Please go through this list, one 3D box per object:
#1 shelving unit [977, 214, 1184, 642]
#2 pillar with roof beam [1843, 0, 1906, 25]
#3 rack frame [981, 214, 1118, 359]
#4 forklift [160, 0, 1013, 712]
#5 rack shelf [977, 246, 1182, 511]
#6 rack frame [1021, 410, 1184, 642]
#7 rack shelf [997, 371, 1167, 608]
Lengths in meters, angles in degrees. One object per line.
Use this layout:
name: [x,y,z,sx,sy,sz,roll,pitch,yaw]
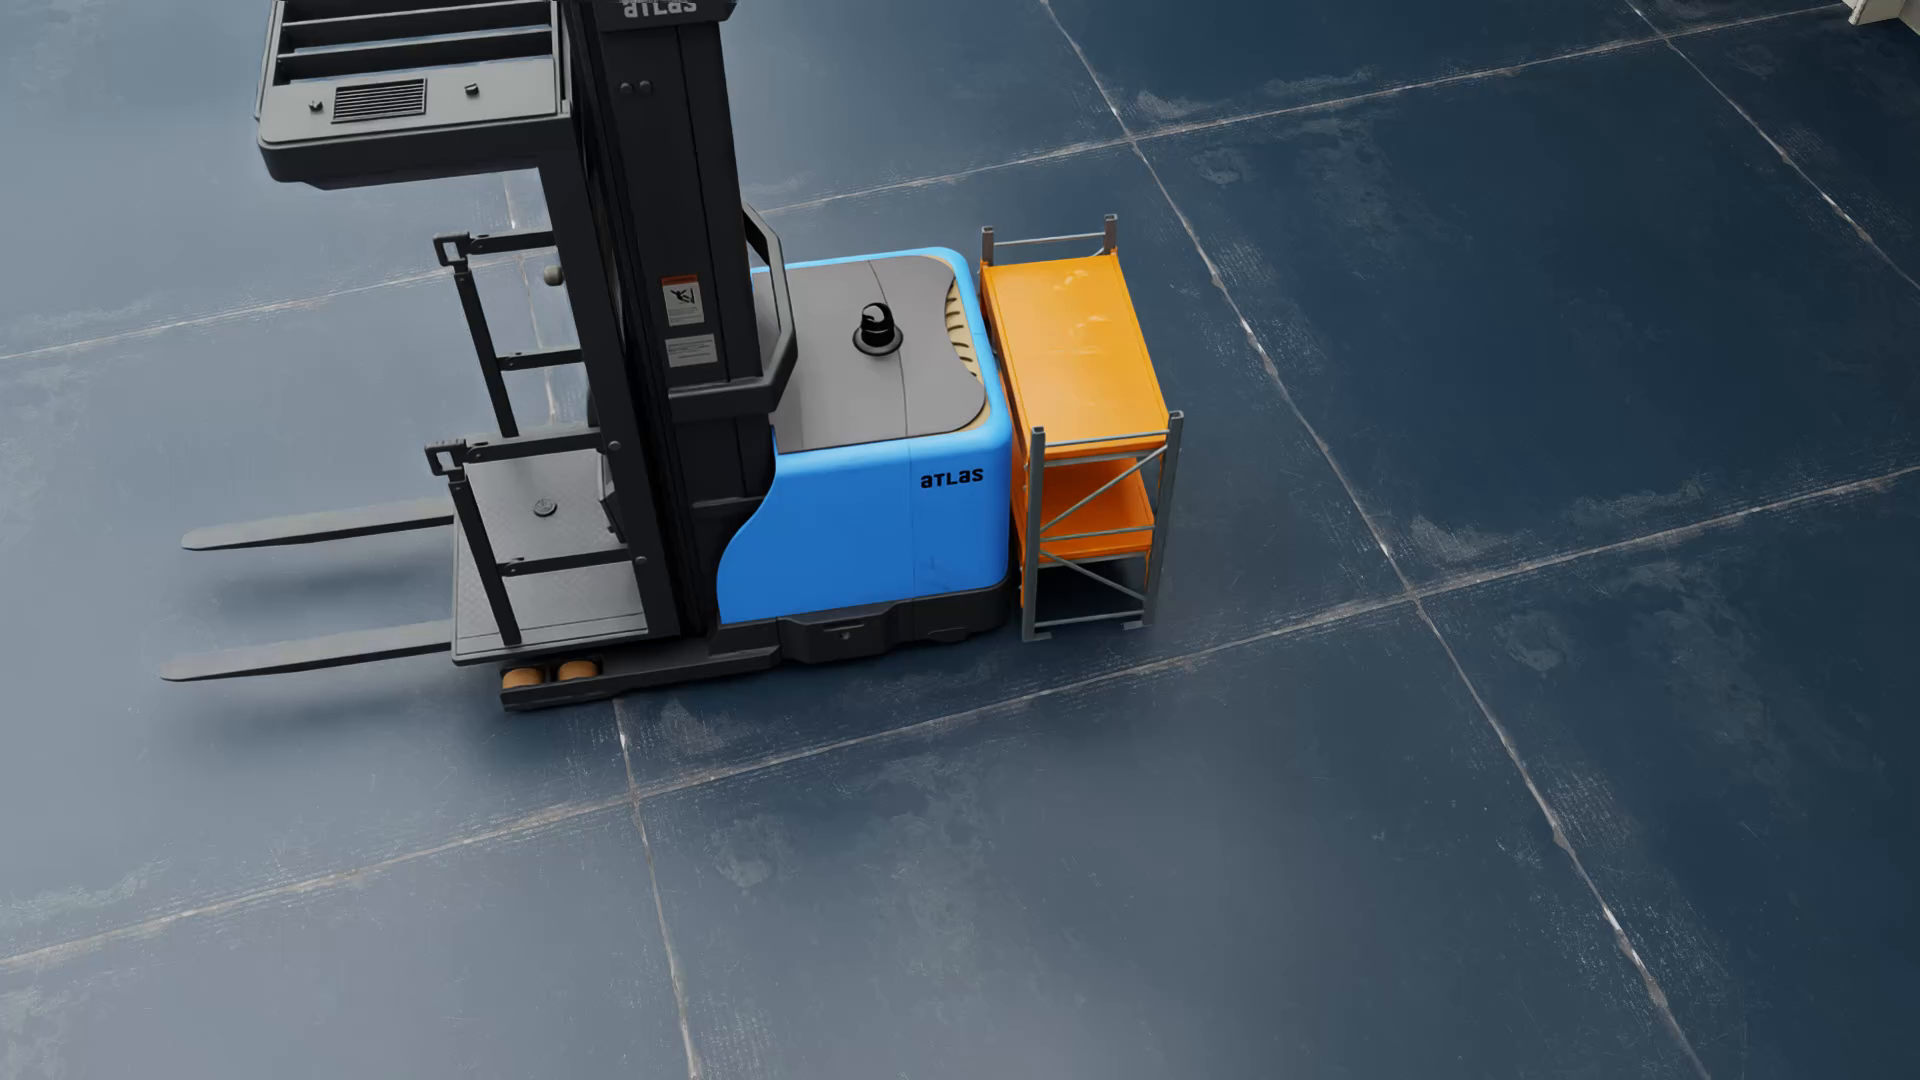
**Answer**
shelving unit: [0.403,-0.404,6.145,0.538,1.125,1.048,-7,50,-6]
pillar with roof beam: [0.734,-4.844,4.738,9.100,9.000,0.400,-13,51,-11]
rack frame: [0.326,-0.789,6.469,0.500,1.125,0.032,-7,50,-6]
forklift: [-1.378,-0.769,5.271,3.031,2.935,1.130,-8,50,-7]
rack shelf: [0.403,-0.593,5.921,0.538,0.278,1.000,-7,50,-6]
rack frame: [0.479,-0.020,5.821,0.500,1.125,0.032,-7,50,-6]
rack shelf: [0.403,-0.247,6.332,0.538,0.278,1.000,-7,50,-6]
